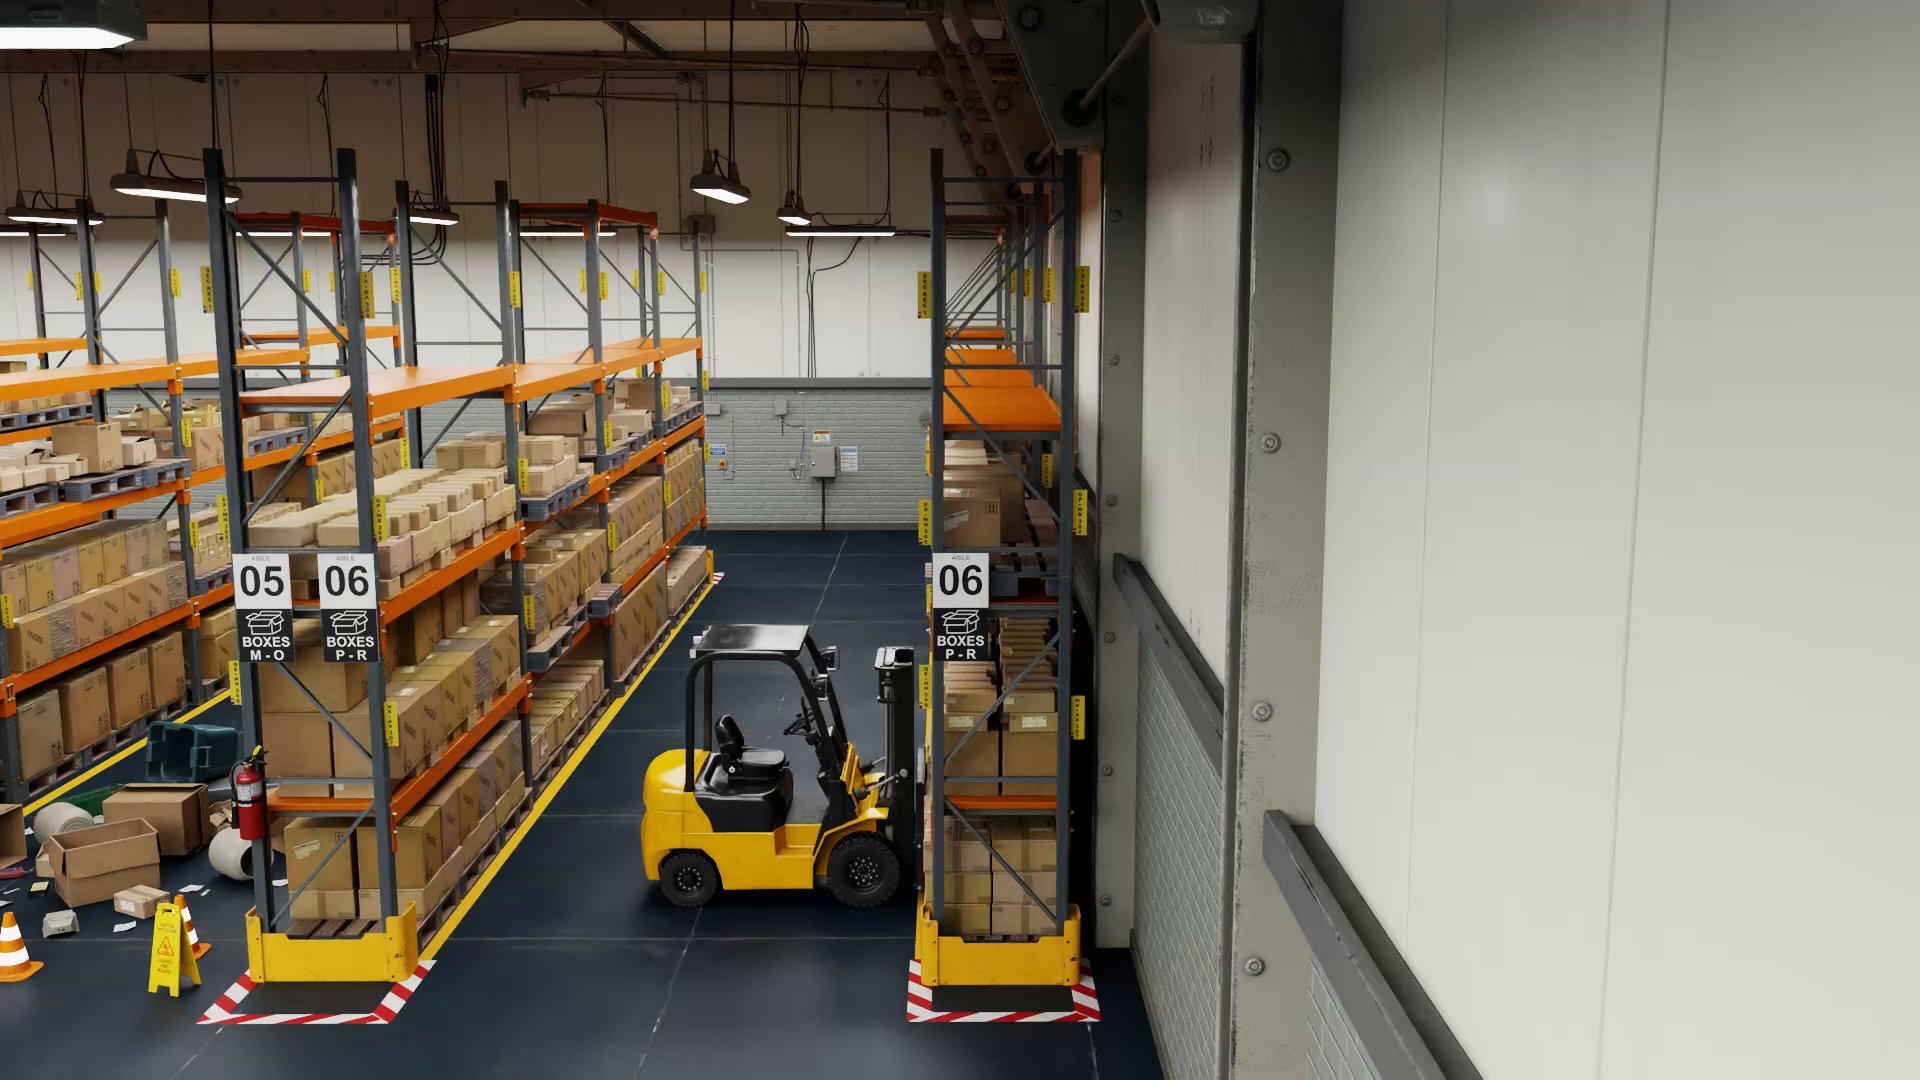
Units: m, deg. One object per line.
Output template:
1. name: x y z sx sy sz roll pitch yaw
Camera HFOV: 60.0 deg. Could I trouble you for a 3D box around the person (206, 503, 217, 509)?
1. person: -11.565 0.244 25.739 0.605 1.657 0.546 1 9 5
